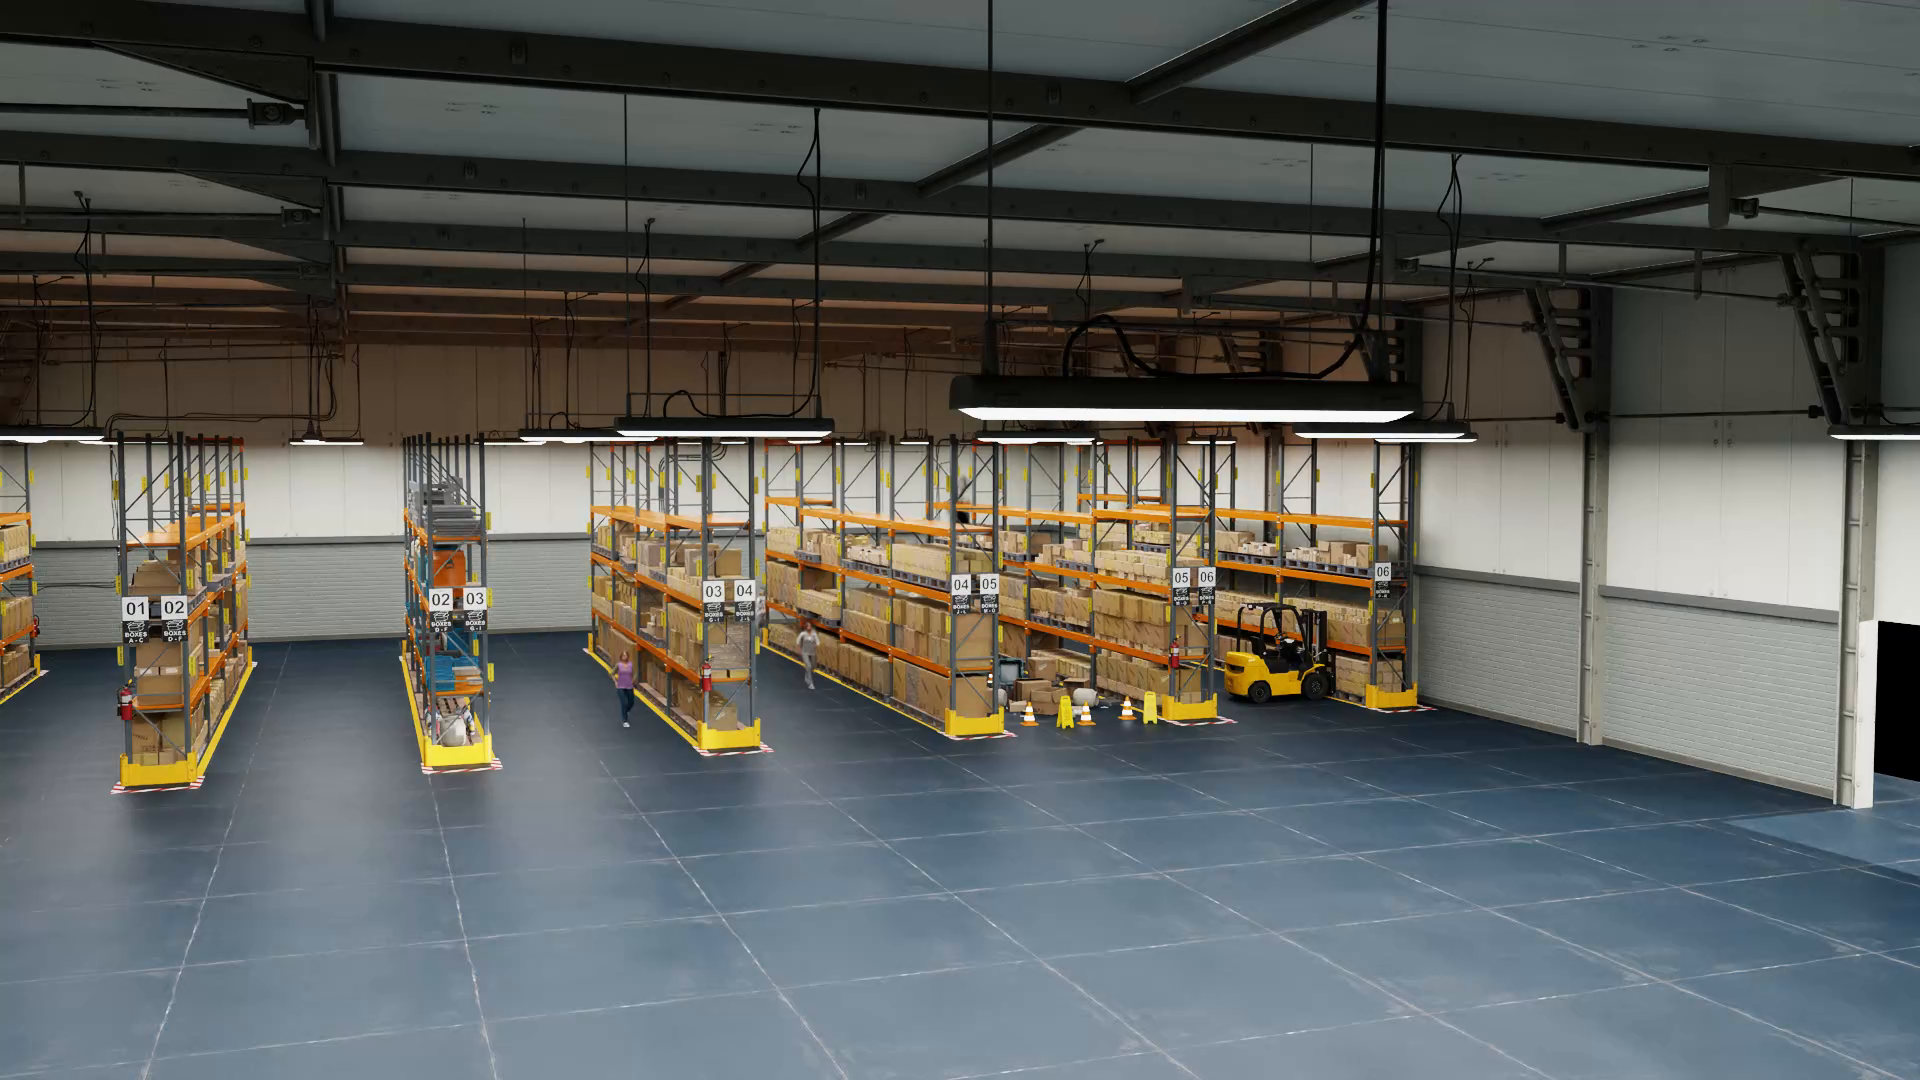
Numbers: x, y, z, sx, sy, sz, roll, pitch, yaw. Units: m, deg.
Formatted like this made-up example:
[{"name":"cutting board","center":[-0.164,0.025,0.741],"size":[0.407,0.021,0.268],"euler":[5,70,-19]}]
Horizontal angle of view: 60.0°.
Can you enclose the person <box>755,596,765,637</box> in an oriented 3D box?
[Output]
[{"name":"person","center":[-12.676,0.800,34.207],"size":[20.259,5.939,31.524],"euler":[3,4,41]}]

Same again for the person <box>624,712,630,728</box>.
[{"name":"person","center":[-6.863,3.640,34.258],"size":[0.189,0.362,0.680],"euler":[-1,3,-21]}]

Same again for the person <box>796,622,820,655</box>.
[{"name":"person","center":[-3.577,2.343,39.481],"size":[0.538,0.797,0.537],"euler":[-1,3,-20]}]

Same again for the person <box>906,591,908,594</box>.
[{"name":"person","center":[-1.488,2.053,51.262],"size":[0.527,1.529,0.535],"euler":[0,3,-1]}]
